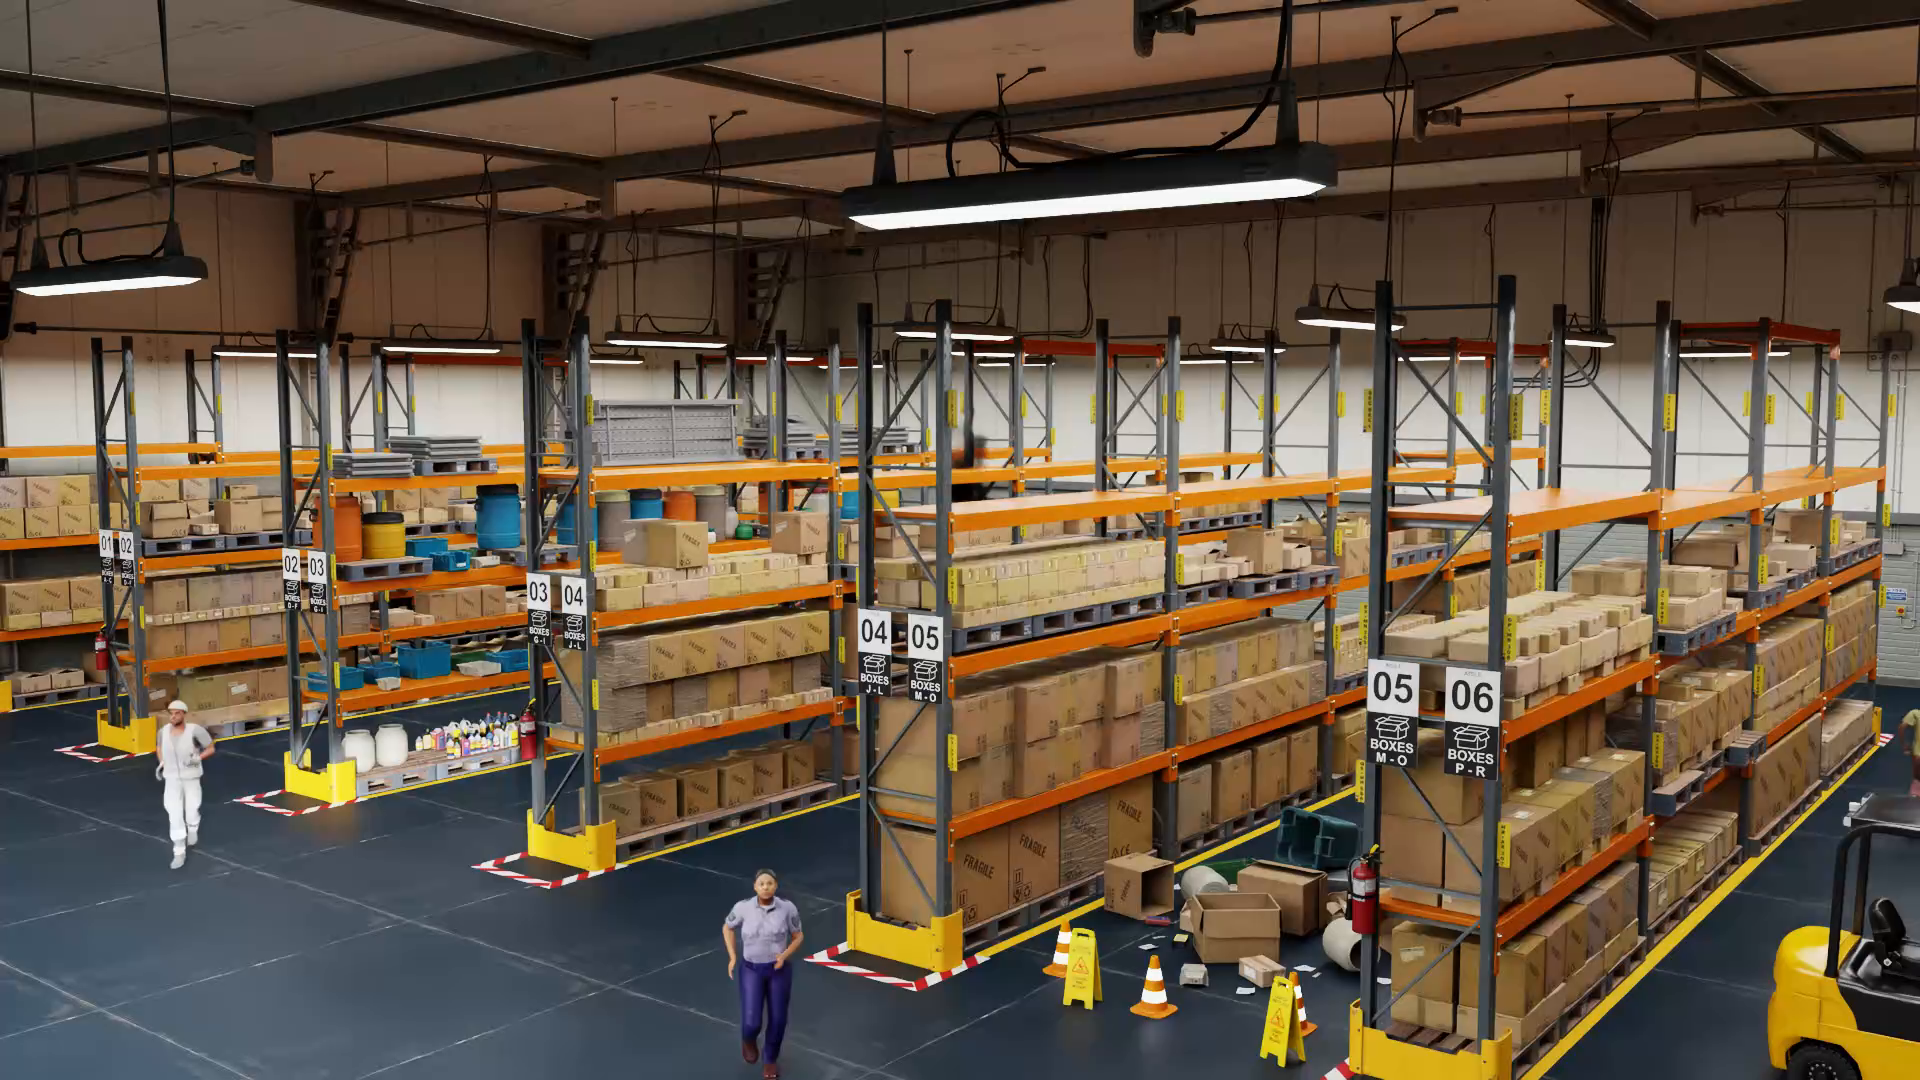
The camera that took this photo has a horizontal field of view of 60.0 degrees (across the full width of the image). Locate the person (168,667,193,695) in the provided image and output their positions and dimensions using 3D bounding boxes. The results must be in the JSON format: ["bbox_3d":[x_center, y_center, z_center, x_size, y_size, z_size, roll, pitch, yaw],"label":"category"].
[{"bbox_3d":[-12.628,2.004,27.024,0.550,1.609,0.565,2,5,23],"label":"person"}]

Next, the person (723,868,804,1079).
[{"bbox_3d":[-1.470,3.289,12.521,0.603,1.584,0.536,-1,5,-10],"label":"person"}]

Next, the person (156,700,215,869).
[{"bbox_3d":[-8.621,2.664,18.502,0.638,1.795,0.922,-1,5,-13],"label":"person"}]

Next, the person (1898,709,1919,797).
[{"bbox_3d":[11.669,2.610,20.086,0.612,1.628,0.567,4,6,35],"label":"person"}]
